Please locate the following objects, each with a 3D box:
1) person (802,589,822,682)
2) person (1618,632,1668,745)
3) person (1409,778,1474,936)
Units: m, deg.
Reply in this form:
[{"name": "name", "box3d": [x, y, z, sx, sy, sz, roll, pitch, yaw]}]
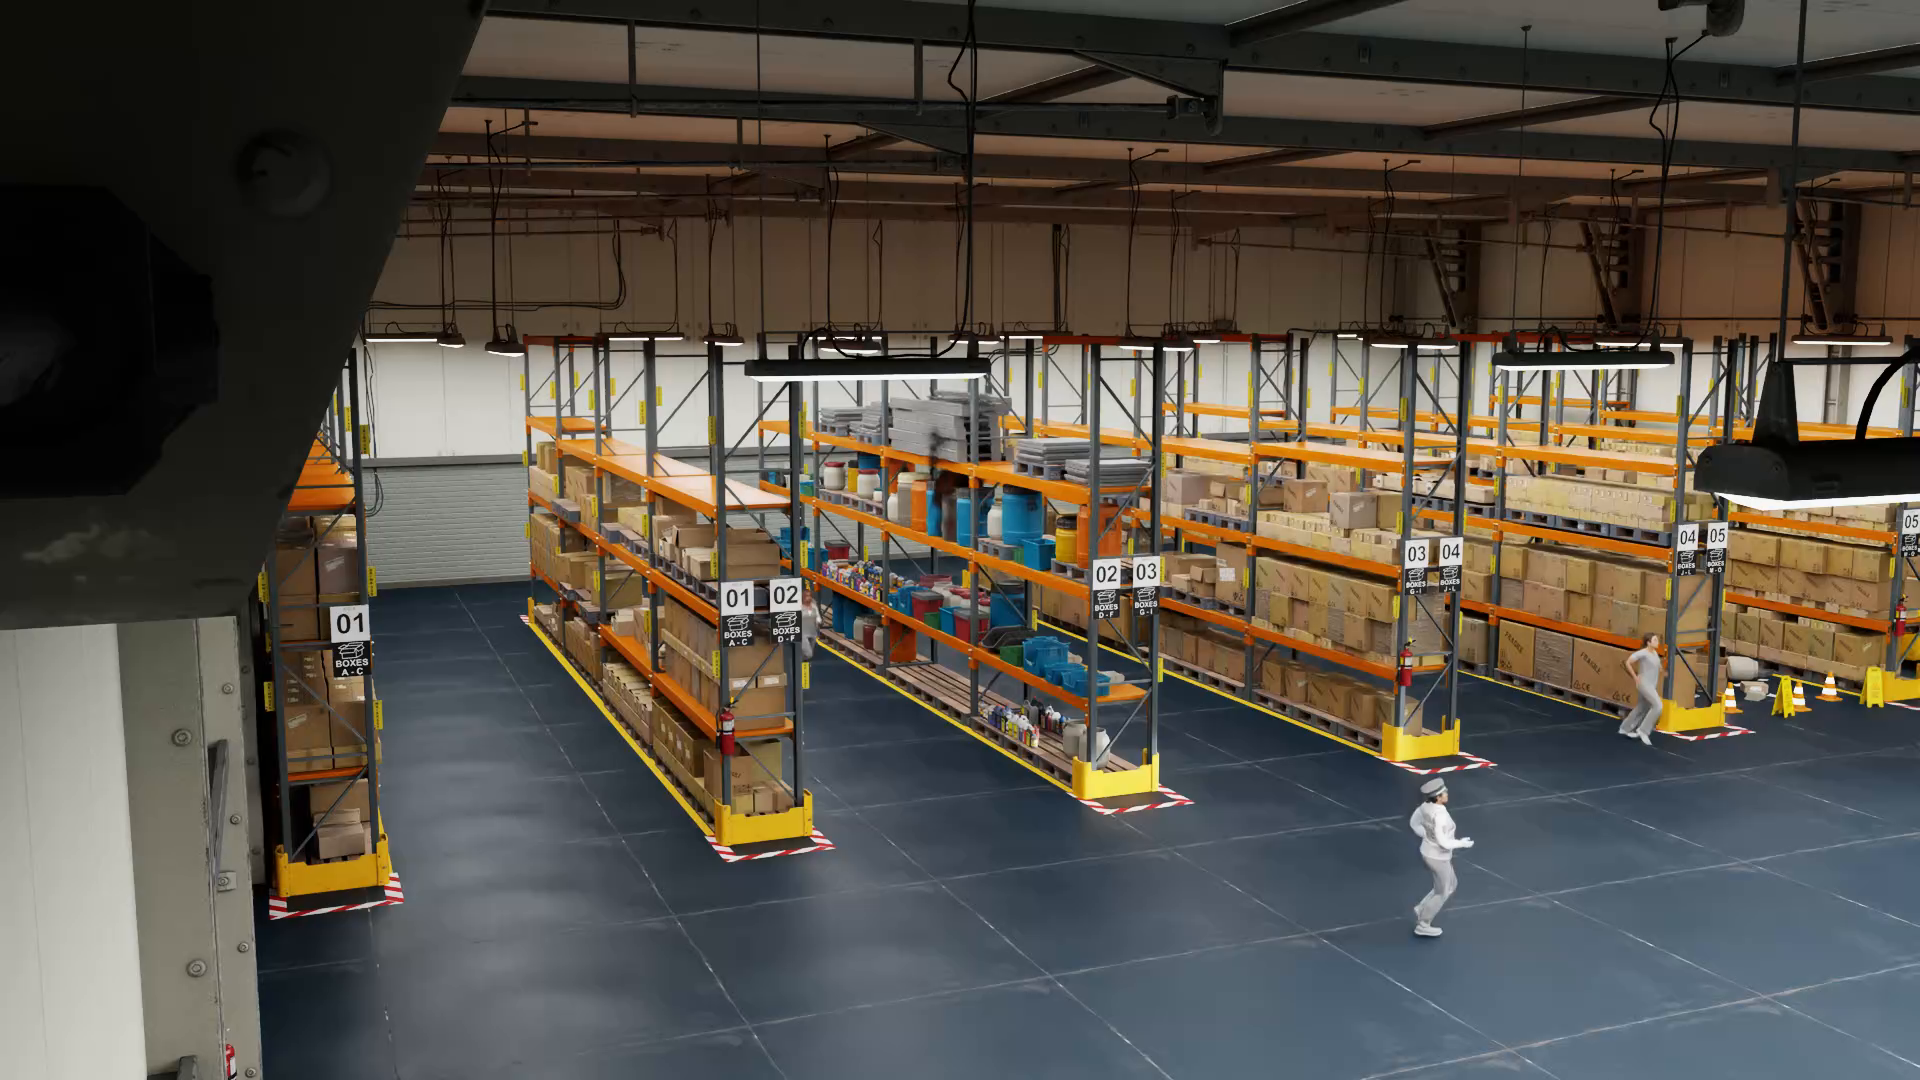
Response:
[{"name": "person", "box3d": [-2.513, 1.626, 27.358, 0.506, 1.631, 0.646, -6, 9, -36]}, {"name": "person", "box3d": [10.284, 2.218, 24.972, 0.549, 1.676, 0.686, -7, 10, -43]}, {"name": "person", "box3d": [4.949, 3.242, 17.061, 0.554, 1.656, 0.602, 0, 8, -2]}]
